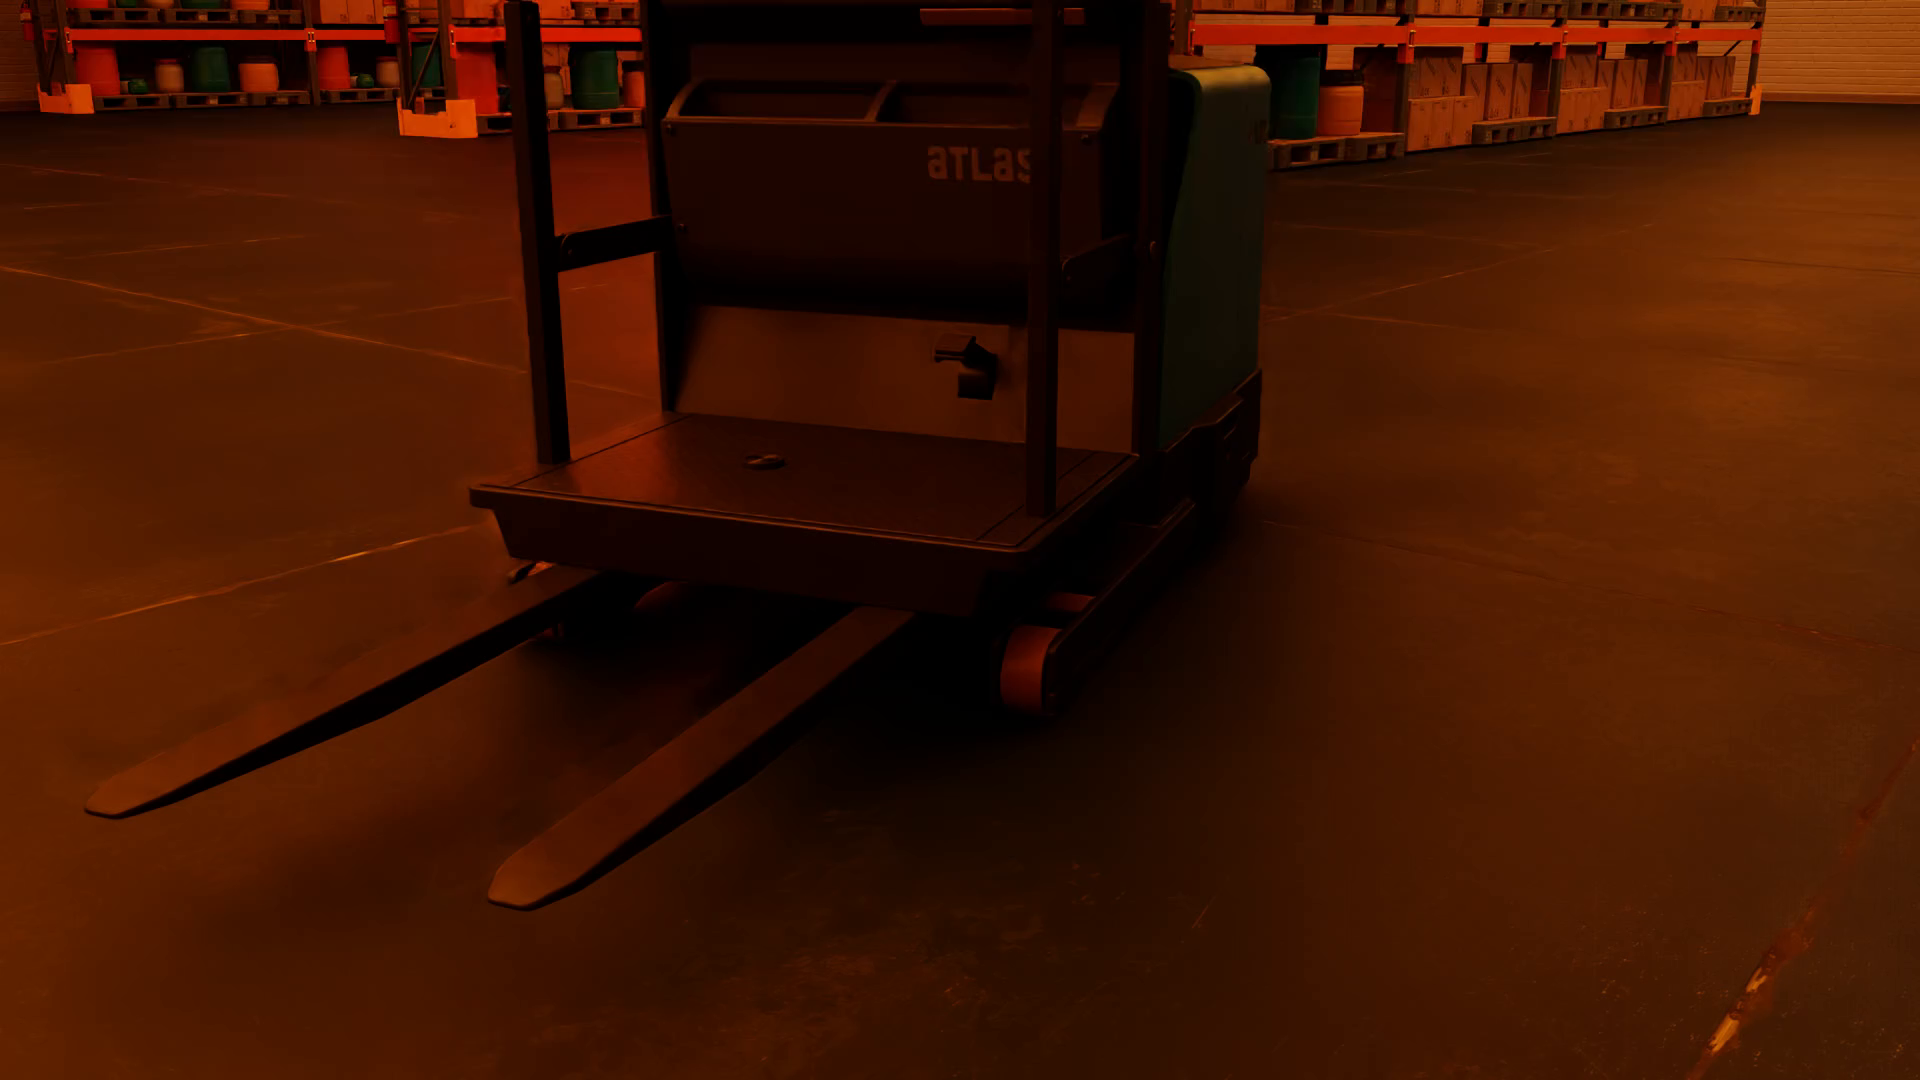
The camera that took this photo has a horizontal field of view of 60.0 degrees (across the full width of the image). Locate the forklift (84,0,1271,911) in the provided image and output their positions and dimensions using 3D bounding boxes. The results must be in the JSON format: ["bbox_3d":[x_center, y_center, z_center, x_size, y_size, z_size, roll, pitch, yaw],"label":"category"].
[{"bbox_3d":[-0.224,-1.227,2.939,1.130,2.935,3.031,7,18,21],"label":"forklift"}]
